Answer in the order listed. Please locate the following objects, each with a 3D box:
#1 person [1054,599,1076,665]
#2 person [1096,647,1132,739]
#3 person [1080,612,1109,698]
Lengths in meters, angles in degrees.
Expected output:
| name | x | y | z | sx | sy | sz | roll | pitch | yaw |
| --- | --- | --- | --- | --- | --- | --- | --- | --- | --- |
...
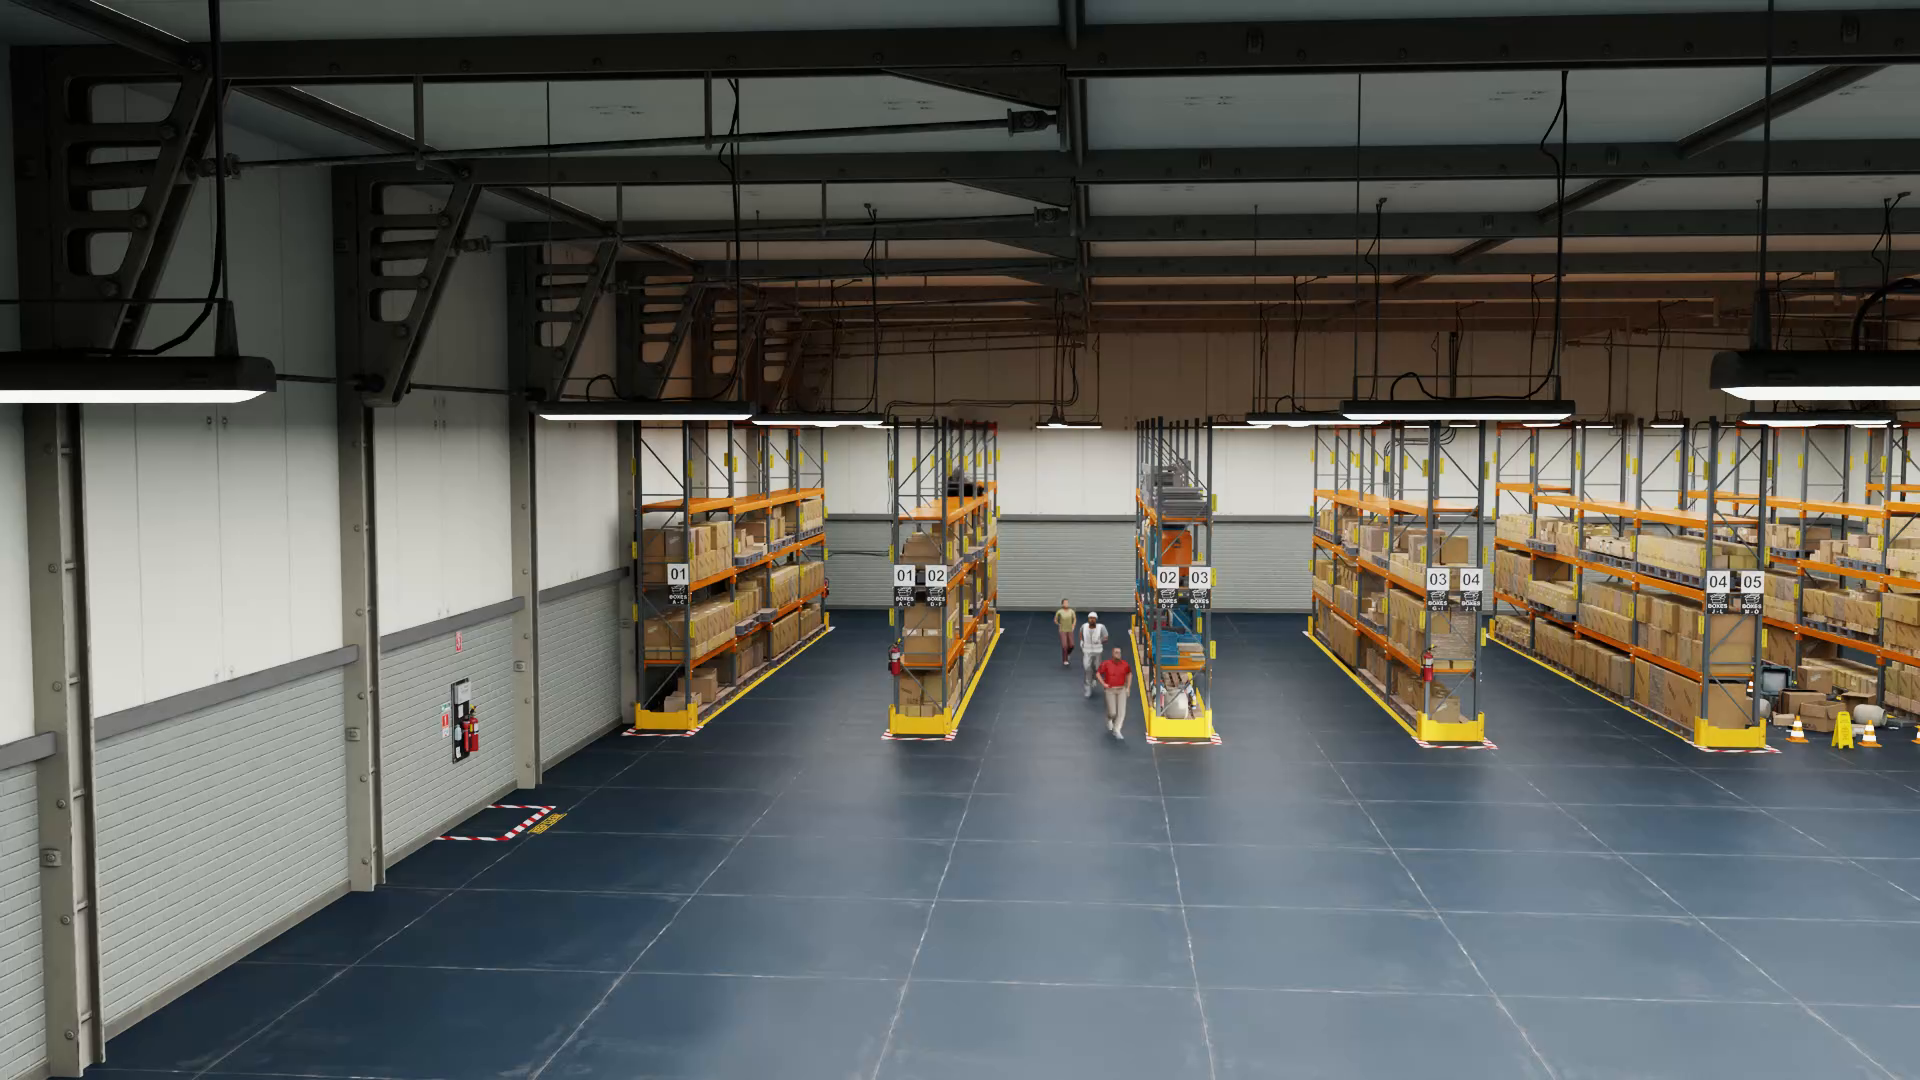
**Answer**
| name | x | y | z | sx | sy | sz | roll | pitch | yaw |
| --- | --- | --- | --- | --- | --- | --- | --- | --- | --- |
| person | 2.595 | 2.245 | 40.803 | 0.574 | 1.621 | 0.563 | 0 | 4 | -7 |
| person | 2.906 | 2.857 | 31.212 | 0.697 | 1.709 | 0.585 | -1 | 4 | -8 |
| person | 2.926 | 2.473 | 36.285 | 0.644 | 1.822 | 1.075 | 0 | 4 | 5 |
